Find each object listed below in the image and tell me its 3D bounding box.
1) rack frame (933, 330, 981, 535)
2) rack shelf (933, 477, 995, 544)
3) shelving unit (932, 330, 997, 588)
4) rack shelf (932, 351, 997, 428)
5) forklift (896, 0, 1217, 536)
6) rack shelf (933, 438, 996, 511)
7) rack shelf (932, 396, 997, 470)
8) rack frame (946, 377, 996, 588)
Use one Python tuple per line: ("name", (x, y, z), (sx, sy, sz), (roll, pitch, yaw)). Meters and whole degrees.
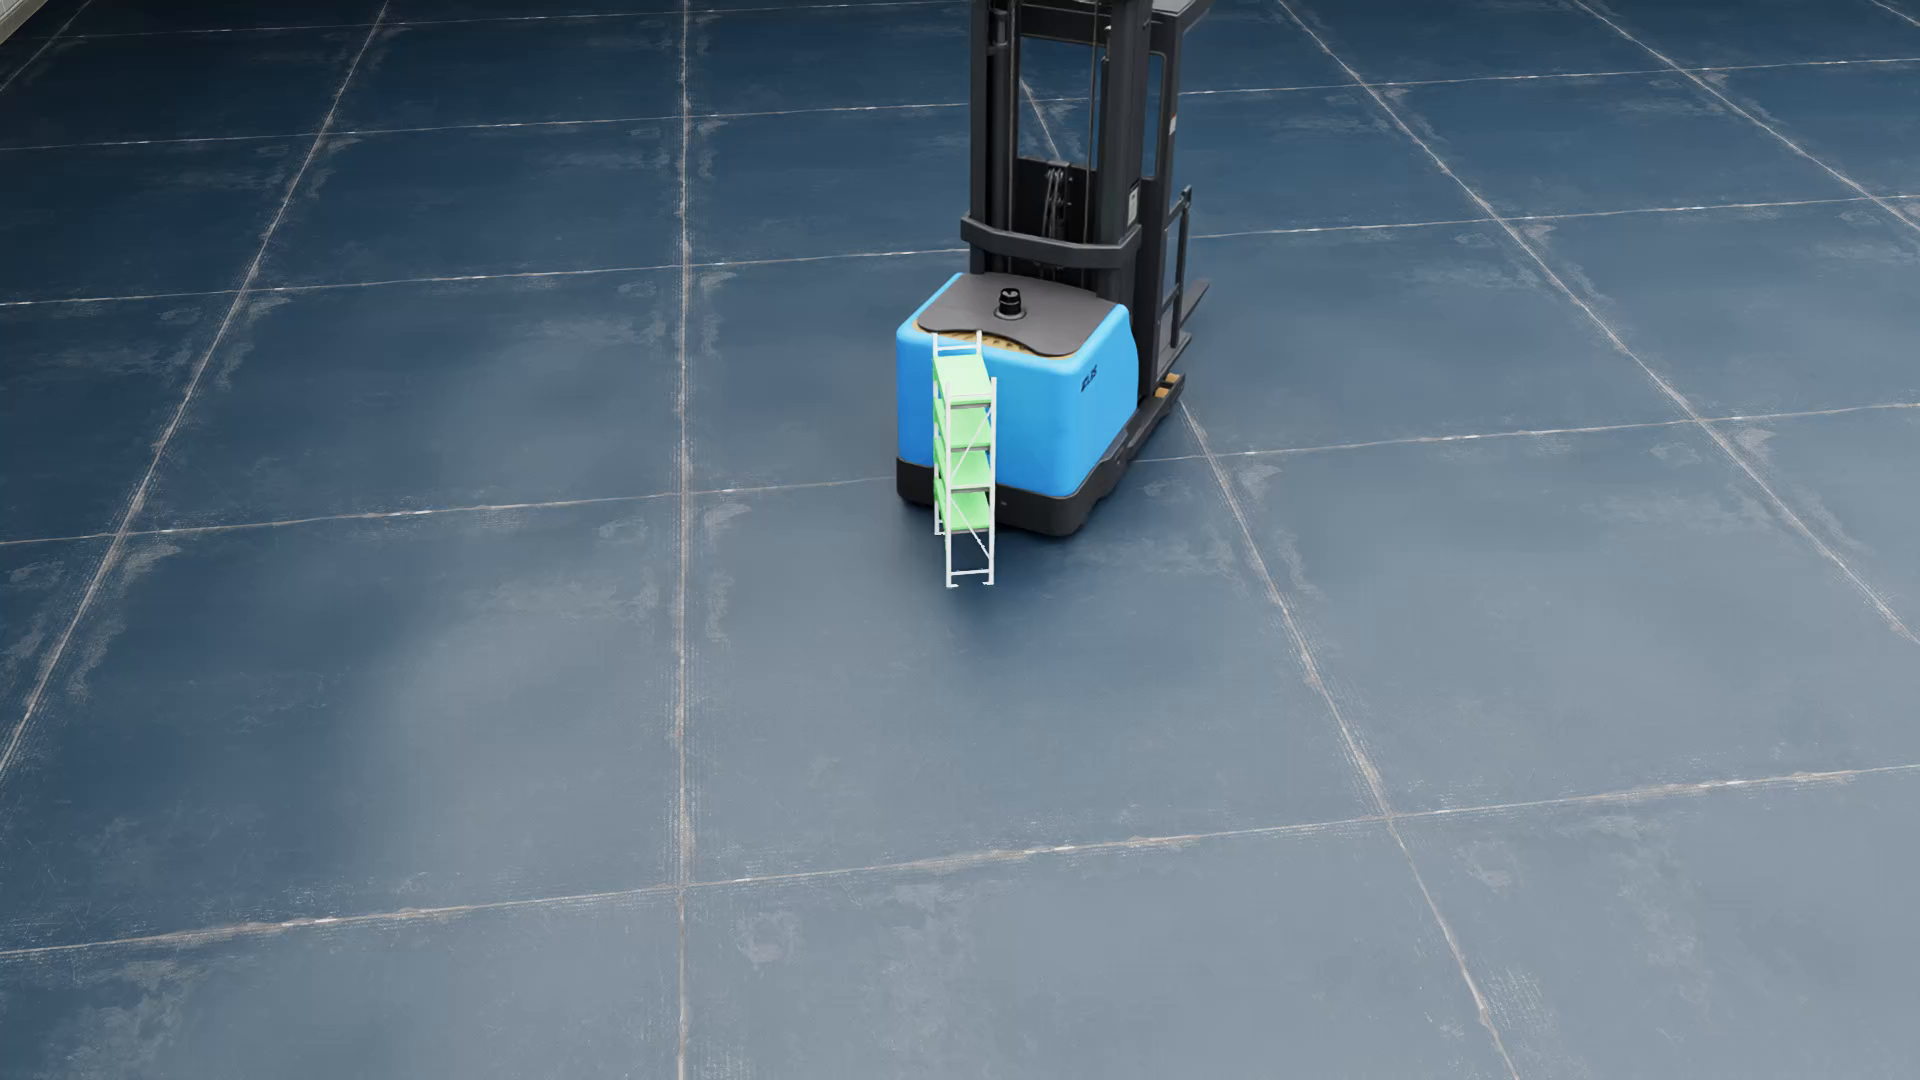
("rack frame", (-0.015, -0.534, 8.597), (0.240, 1.200, 0.015), (-4, 35, -6))
("rack shelf", (0.018, -0.147, 8.569), (0.258, 0.148, 0.480), (-4, 35, -6))
("shelving unit", (0.018, -0.398, 8.397), (0.258, 1.200, 0.503), (-4, 35, -6))
("rack shelf", (0.018, -0.742, 8.163), (0.258, 0.148, 0.480), (-4, 35, -6))
("forklift", (0.721, -2.050, 9.285), (1.130, 2.935, 3.031), (14, 37, 20))
("rack shelf", (0.018, -0.345, 8.433), (0.258, 0.148, 0.480), (-4, 35, -6))
("rack shelf", (0.018, -0.544, 8.298), (0.258, 0.148, 0.480), (-4, 35, -6))
("rack frame", (0.051, -0.262, 8.198), (0.240, 1.200, 0.015), (-4, 35, -6))
